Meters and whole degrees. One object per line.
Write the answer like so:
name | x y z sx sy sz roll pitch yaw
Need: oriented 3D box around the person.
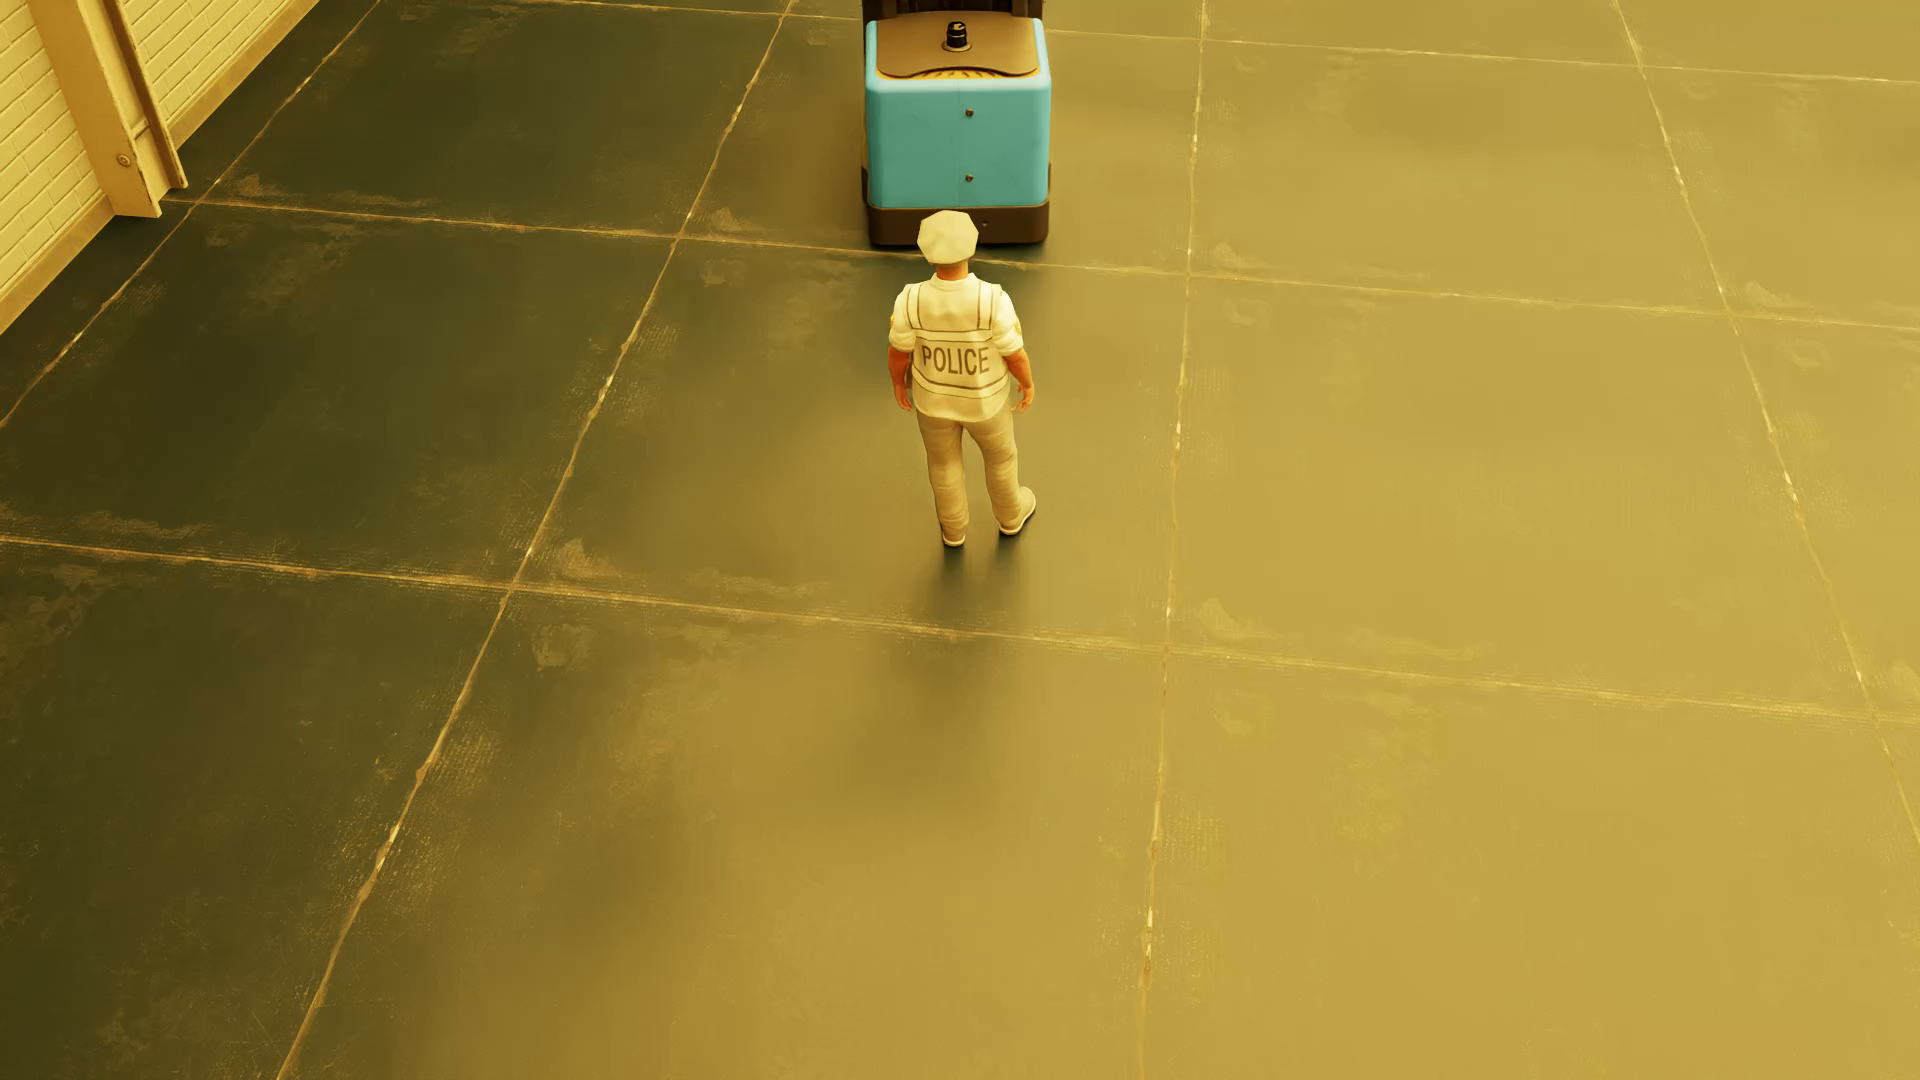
person | 0.022 -0.713 7.339 0.641 1.780 0.574 5 43 6

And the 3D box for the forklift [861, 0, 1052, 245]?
forklift | -0.054 -3.769 9.827 1.130 2.935 3.031 -1 43 -1
